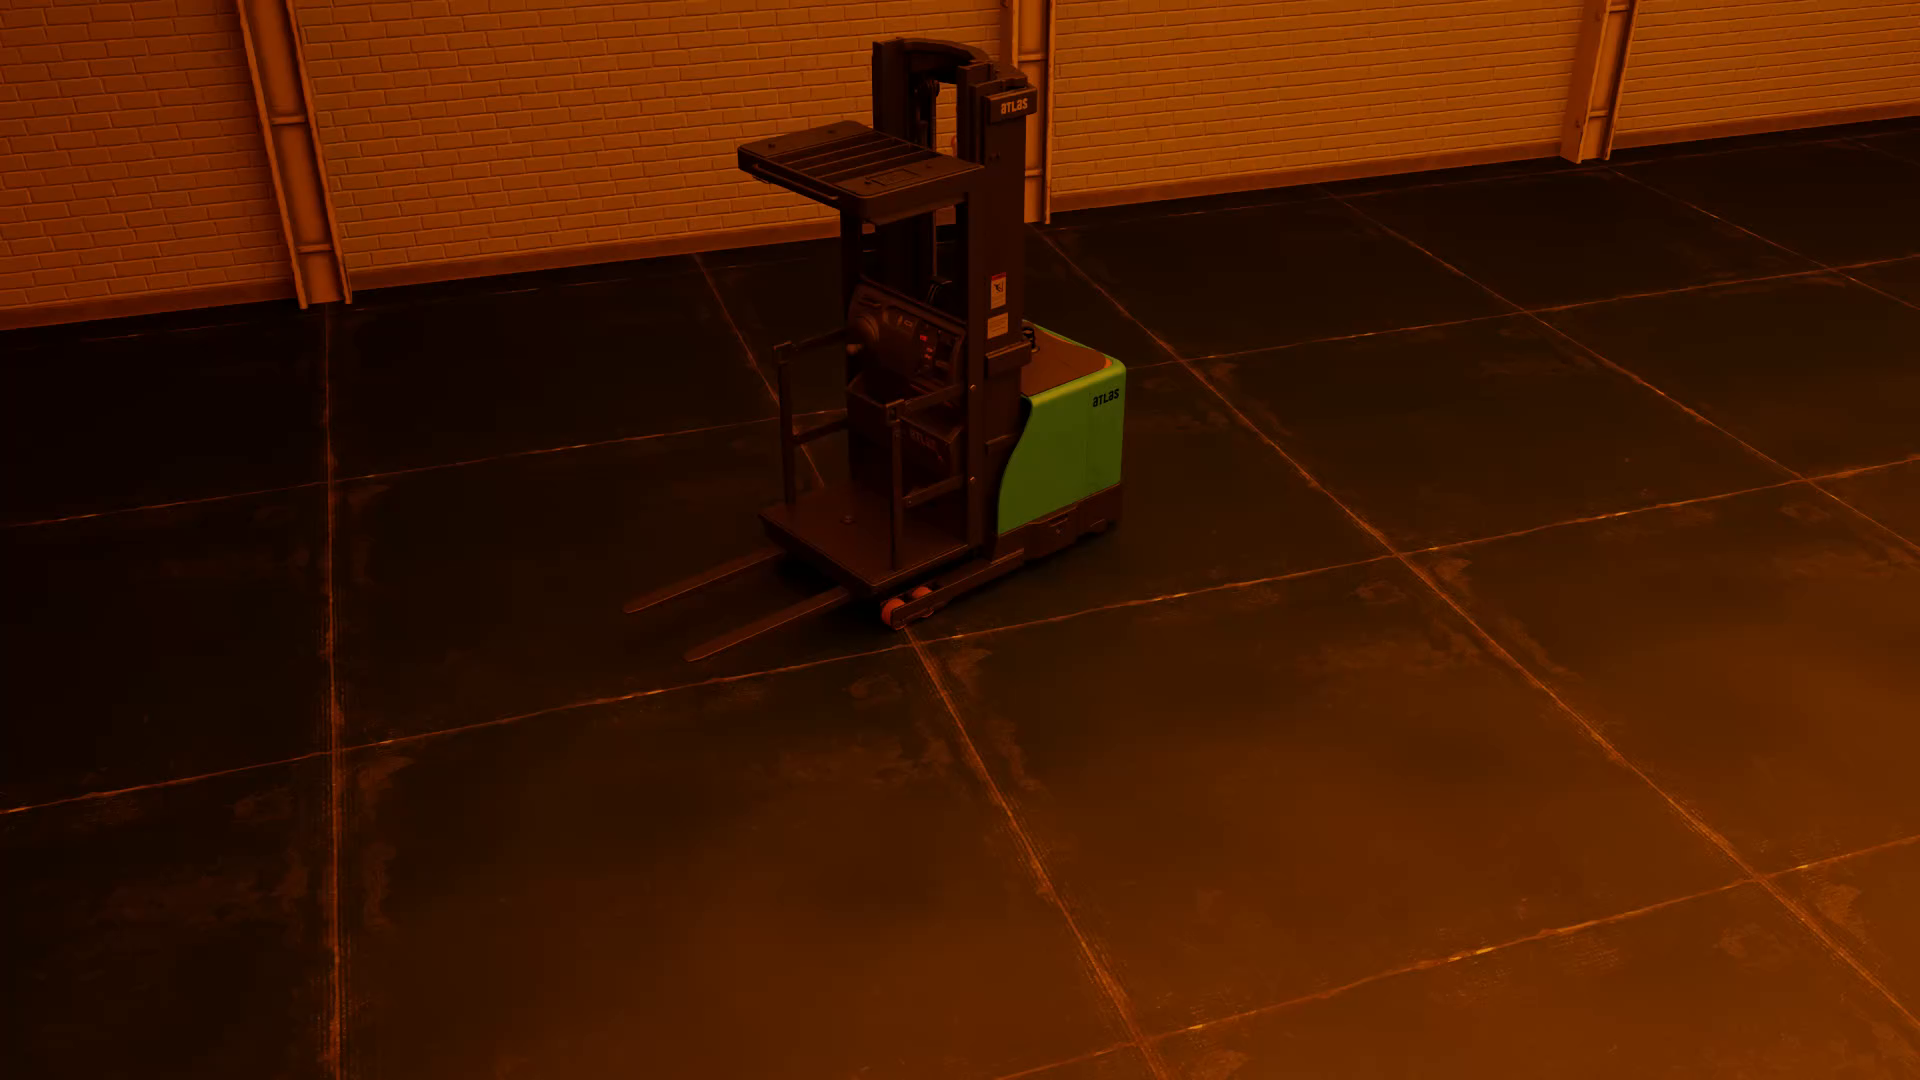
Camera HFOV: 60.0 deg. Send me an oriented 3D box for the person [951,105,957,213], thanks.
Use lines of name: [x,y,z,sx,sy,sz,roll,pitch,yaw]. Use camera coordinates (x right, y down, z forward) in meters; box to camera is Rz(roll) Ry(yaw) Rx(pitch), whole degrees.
person: [0.135,-2.436,12.467,0.375,1.794,0.535,-4,30,-6]

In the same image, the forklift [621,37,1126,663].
forklift: [-0.461,-1.072,8.951,3.031,2.935,1.130,-23,37,-34]
